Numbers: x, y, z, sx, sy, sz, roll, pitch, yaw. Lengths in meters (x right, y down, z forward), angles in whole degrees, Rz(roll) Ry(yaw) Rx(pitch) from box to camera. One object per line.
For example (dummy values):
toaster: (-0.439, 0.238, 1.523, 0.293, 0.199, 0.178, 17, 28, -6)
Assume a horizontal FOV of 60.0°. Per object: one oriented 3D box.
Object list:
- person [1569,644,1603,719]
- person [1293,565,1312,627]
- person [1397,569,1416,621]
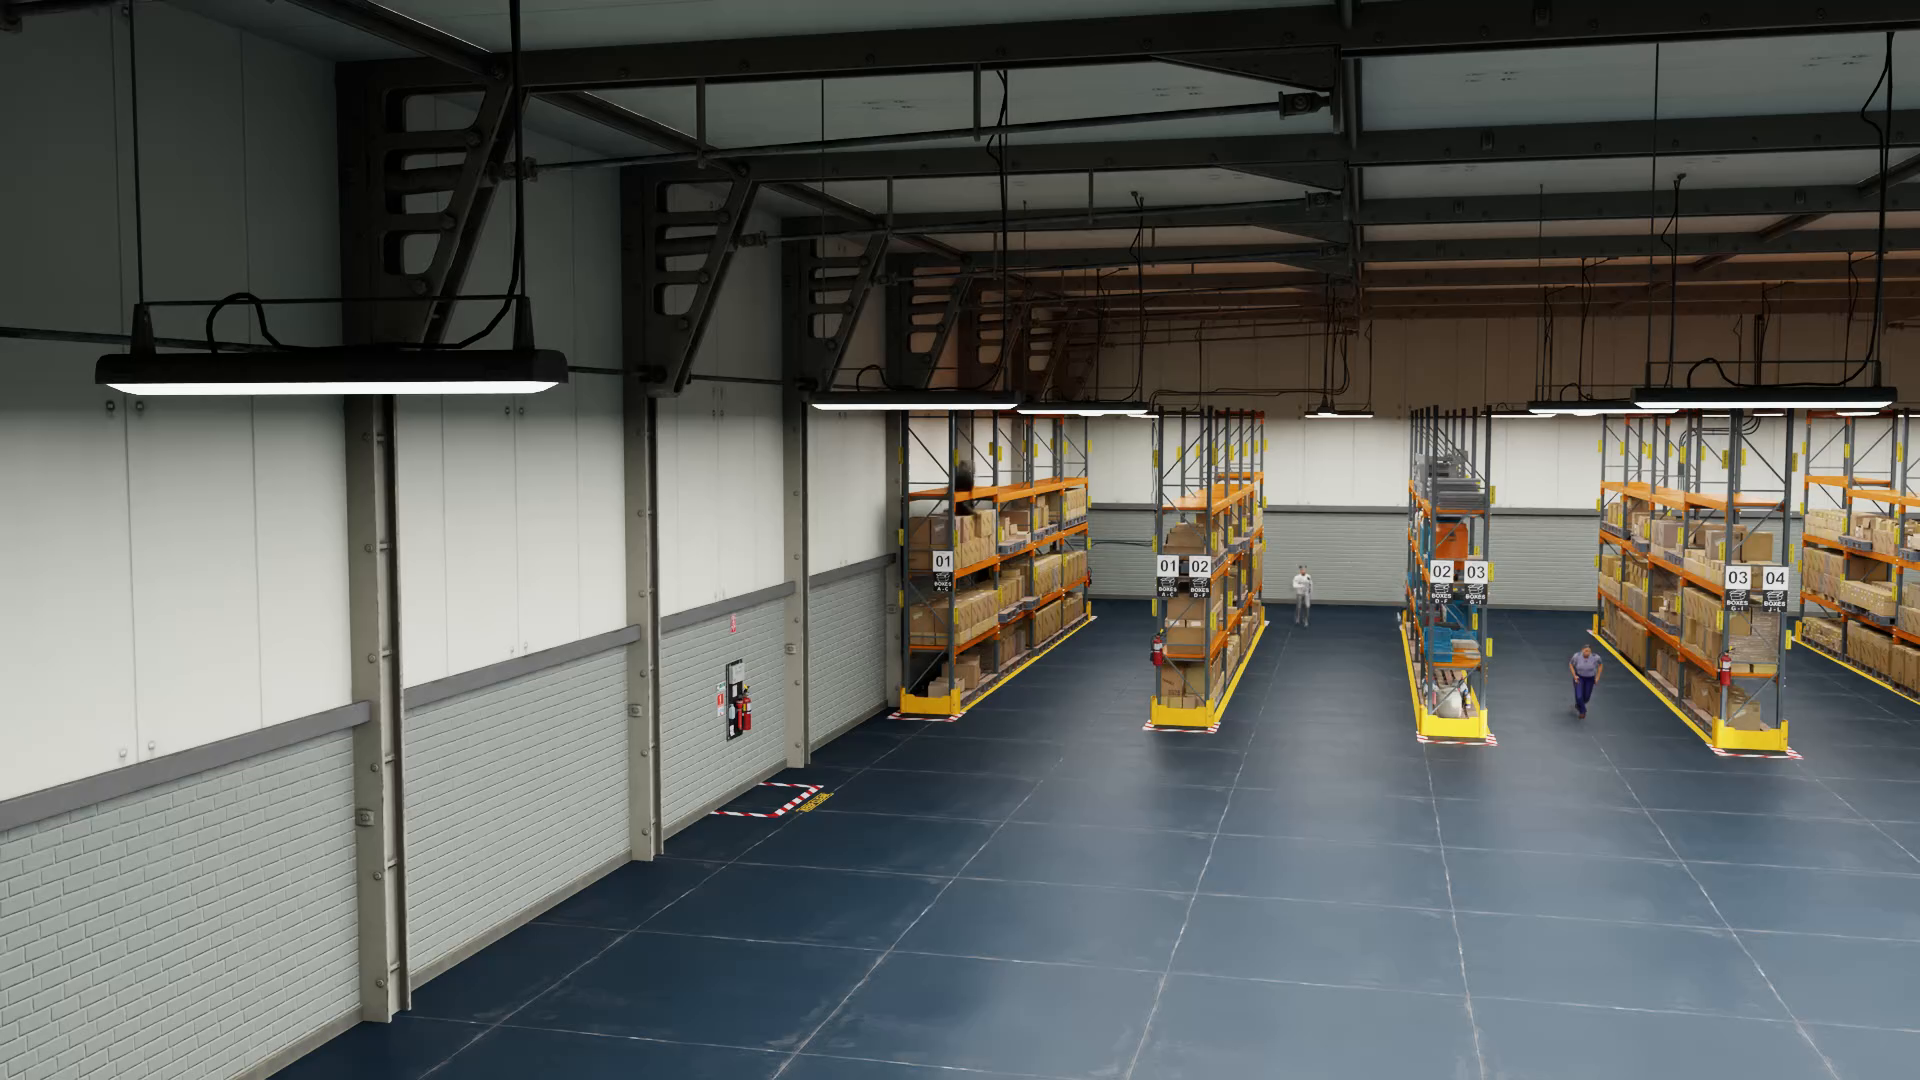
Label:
person: (12.041, 2.697, 32.037, 0.613, 1.477, 0.902, 1, 4, 13)
person: (9.561, 1.552, 46.397, 0.588, 1.745, 0.830, 0, 4, -3)
person: (12.729, 1.578, 46.780, 0.555, 1.556, 0.865, -4, 5, -42)
